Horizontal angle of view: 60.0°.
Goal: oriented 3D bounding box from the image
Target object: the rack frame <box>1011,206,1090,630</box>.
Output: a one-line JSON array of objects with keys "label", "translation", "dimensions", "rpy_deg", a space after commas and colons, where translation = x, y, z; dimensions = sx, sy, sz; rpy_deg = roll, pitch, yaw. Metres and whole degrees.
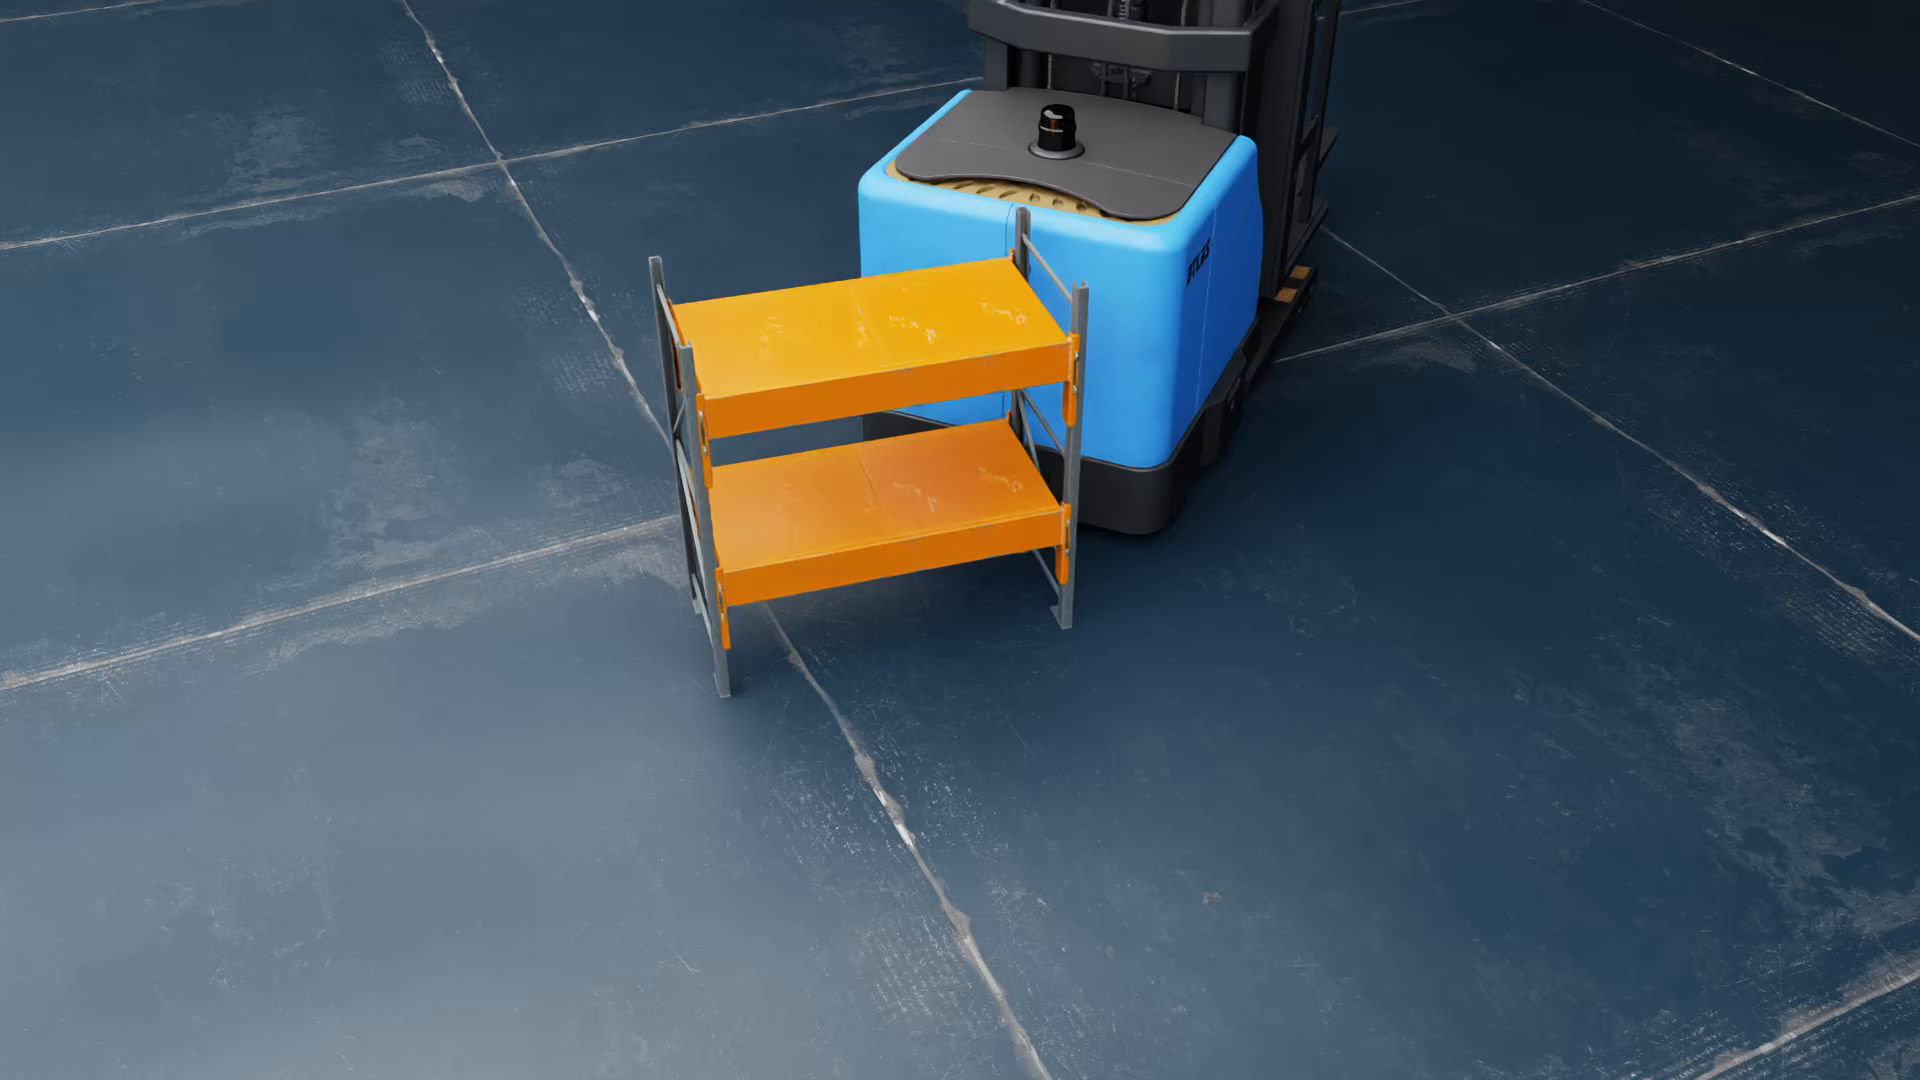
[{"label": "rack frame", "translation": [0.242, -0.331, 4.752], "dimensions": [0.032, 1.125, 0.500], "rpy_deg": [-10, 38, -14]}]

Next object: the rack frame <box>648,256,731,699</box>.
[{"label": "rack frame", "translation": [-0.729, -0.151, 4.509], "dimensions": [0.032, 1.125, 0.500], "rpy_deg": [-10, 38, -14]}]

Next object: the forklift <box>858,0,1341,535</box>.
[{"label": "forklift", "translation": [0.740, -2.066, 5.574], "dimensions": [1.130, 2.935, 3.031], "rpy_deg": [15, 39, 19]}]

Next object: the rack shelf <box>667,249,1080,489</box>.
[{"label": "rack shelf", "translation": [-0.244, -0.476, 4.456], "dimensions": [1.000, 0.278, 0.538], "rpy_deg": [-10, 38, -14]}]

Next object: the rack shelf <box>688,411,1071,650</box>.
[{"label": "rack shelf", "translation": [-0.244, -0.044, 4.776], "dimensions": [1.000, 0.278, 0.538], "rpy_deg": [-10, 38, -14]}]

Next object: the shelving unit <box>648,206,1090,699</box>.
[{"label": "shelving unit", "translation": [-0.244, -0.241, 4.631], "dimensions": [1.048, 1.125, 0.538], "rpy_deg": [-10, 38, -14]}]
